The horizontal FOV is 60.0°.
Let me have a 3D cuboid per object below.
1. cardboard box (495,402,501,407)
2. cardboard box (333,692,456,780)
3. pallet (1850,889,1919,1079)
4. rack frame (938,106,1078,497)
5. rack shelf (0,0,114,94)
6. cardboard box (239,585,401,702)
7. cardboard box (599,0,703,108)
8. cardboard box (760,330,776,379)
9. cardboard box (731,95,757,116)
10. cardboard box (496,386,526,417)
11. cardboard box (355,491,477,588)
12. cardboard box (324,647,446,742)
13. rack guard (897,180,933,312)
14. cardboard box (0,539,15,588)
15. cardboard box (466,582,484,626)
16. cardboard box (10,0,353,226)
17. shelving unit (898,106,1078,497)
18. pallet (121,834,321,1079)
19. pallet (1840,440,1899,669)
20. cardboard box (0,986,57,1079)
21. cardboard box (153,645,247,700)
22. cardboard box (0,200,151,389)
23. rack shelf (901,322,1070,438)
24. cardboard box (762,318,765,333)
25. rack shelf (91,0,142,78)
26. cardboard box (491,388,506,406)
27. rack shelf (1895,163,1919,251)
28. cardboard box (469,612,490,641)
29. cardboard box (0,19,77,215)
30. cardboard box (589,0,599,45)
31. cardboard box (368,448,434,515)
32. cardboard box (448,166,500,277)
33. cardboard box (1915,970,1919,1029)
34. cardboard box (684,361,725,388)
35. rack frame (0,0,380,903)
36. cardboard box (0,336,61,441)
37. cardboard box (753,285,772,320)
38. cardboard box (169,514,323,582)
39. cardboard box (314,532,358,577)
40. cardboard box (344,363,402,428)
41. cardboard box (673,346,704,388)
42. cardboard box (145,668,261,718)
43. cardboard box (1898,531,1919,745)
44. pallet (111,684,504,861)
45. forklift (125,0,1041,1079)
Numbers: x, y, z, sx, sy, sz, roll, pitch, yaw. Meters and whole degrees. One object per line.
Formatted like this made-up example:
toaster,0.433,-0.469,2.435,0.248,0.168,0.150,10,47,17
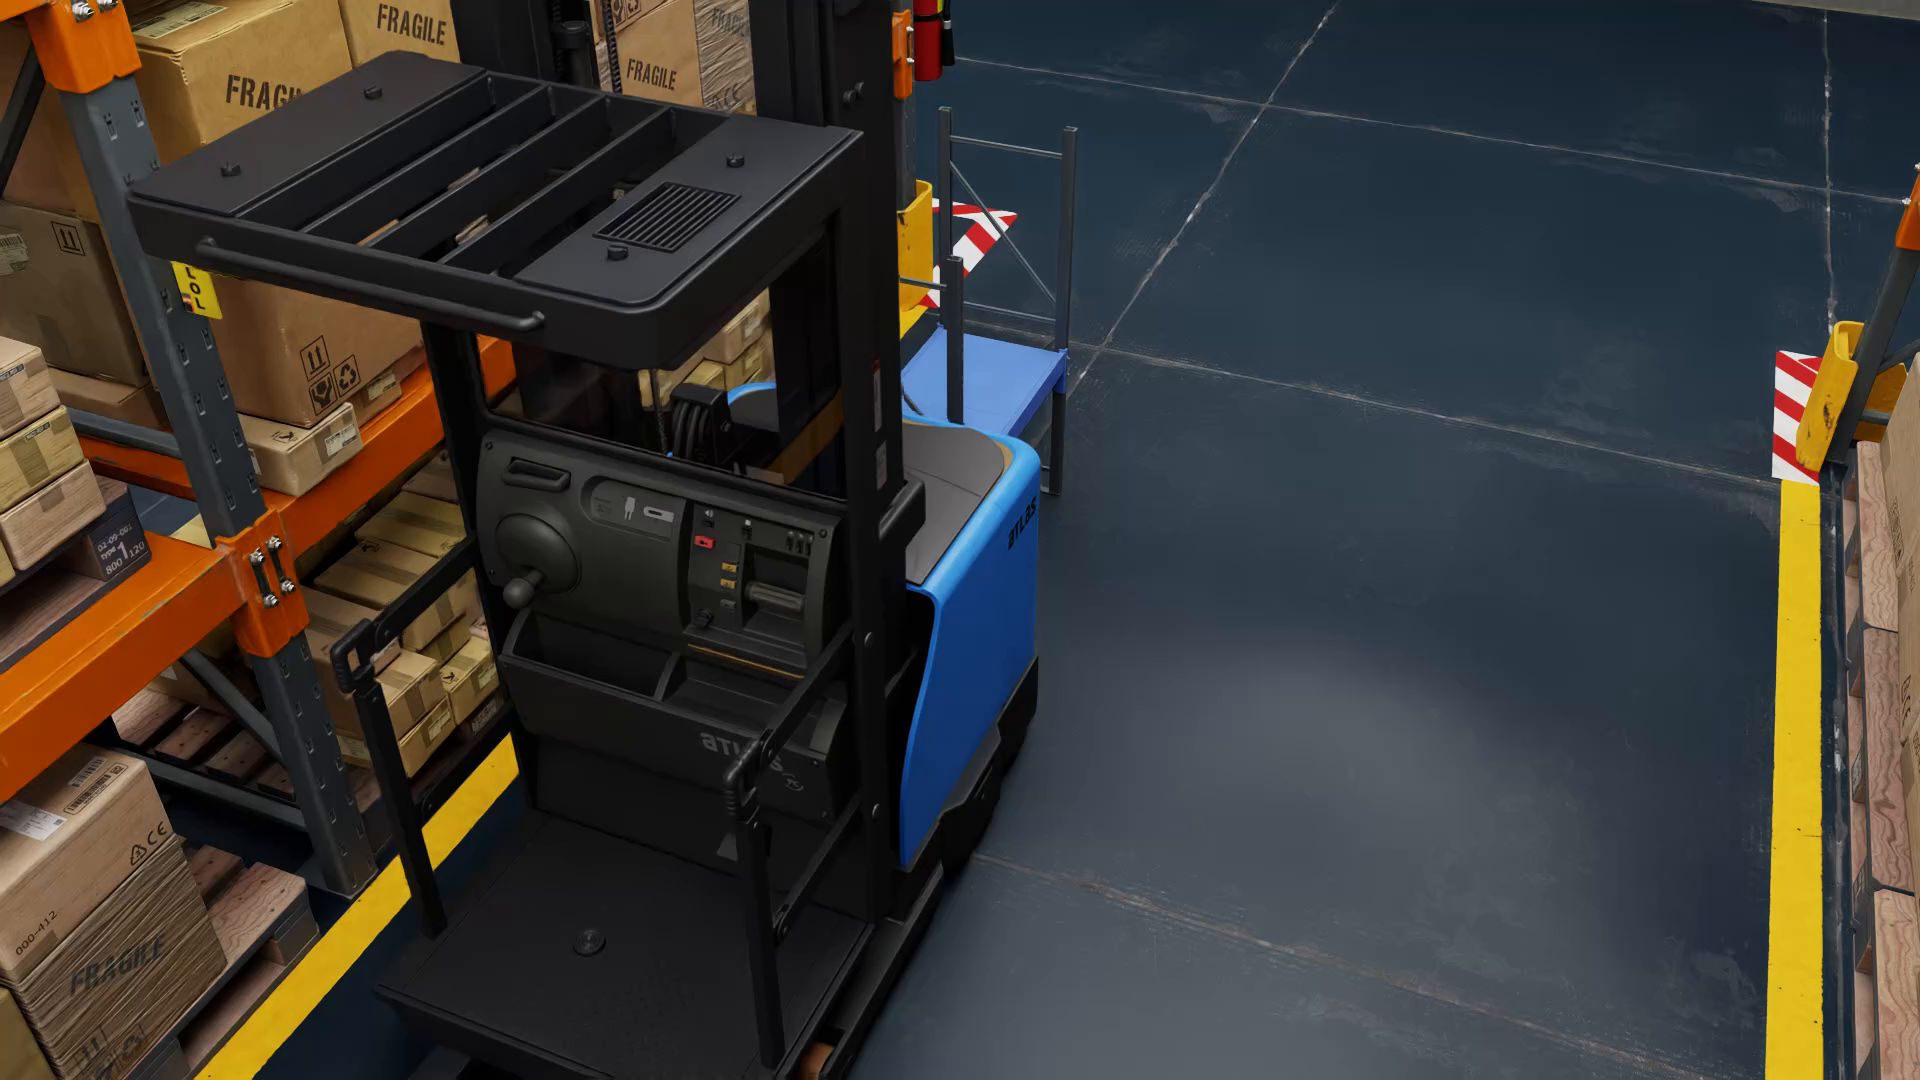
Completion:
cardboard box,-1.817,-0.398,6.059,0.380,0.149,0.250,12,38,16
cardboard box,-1.770,0.551,5.038,0.380,0.149,0.250,12,38,16
pallet,2.772,1.491,4.079,1.003,0.211,1.213,14,39,18
rack frame,0.161,-0.835,6.114,0.500,1.500,0.032,14,39,18
rack shelf,-2.966,-0.101,1.974,1.077,0.370,4.000,14,39,18
cardboard box,-1.883,0.297,4.880,0.380,0.149,0.250,15,39,20
cardboard box,-1.201,-1.520,5.447,0.500,0.500,0.500,16,40,20
cardboard box,-0.957,-0.765,6.798,0.380,0.149,0.250,14,39,18
cardboard box,-0.960,-1.606,6.104,0.380,0.149,0.250,12,38,16
cardboard box,-1.395,-0.434,5.859,0.380,0.149,0.250,12,38,16
cardboard box,-1.672,0.007,5.269,0.380,0.149,0.250,13,39,17
cardboard box,-1.772,0.432,4.948,0.380,0.149,0.250,16,40,20
rack guard,-0.712,-1.466,7.794,1.175,0.500,0.348,14,39,18
cardboard box,-2.272,0.047,3.541,0.380,0.149,0.250,14,39,18
cardboard box,-1.699,0.129,5.355,0.380,0.149,0.250,14,39,17
cardboard box,-1.808,-1.049,3.980,0.500,0.500,0.500,15,39,19
shelving unit,-0.032,-0.554,5.738,0.538,1.500,1.048,14,39,18
pallet,-2.500,1.254,4.396,1.003,0.211,1.213,14,39,18
pallet,3.701,0.140,5.887,1.003,0.211,1.213,14,39,18
cardboard box,-2.450,1.290,3.756,0.500,0.500,0.500,13,39,17
cardboard box,-2.380,0.313,5.108,0.380,0.149,0.250,15,39,19
cardboard box,-2.283,-0.786,4.464,0.500,0.500,0.500,14,39,18
rack shelf,-0.032,-0.409,5.845,0.538,0.185,1.000,14,39,18
cardboard box,-1.014,-0.884,6.709,0.380,0.149,0.250,13,39,17
rack shelf,-1.444,-2.315,4.937,1.077,0.370,4.000,14,39,18
cardboard box,-1.882,-0.554,6.020,0.380,0.149,0.250,13,39,16
rack shelf,3.172,-0.042,4.402,1.077,0.370,4.000,14,39,18
cardboard box,-1.622,0.254,5.435,0.380,0.149,0.250,14,39,18
cardboard box,-2.277,-1.176,4.151,0.500,0.500,0.500,13,39,16
cardboard box,-1.405,-1.611,4.733,0.500,0.500,0.500,14,39,18
cardboard box,-1.991,-0.231,5.588,0.380,0.149,0.250,15,39,19
cardboard box,-1.602,-0.946,4.678,0.500,0.500,0.500,14,39,18
cardboard box,2.749,1.312,3.779,0.875,0.438,0.875,13,39,17
cardboard box,-1.116,-0.582,6.305,0.380,0.149,0.250,16,40,20
rack frame,-2.205,-0.295,4.139,1.000,3.000,0.127,14,39,18
cardboard box,-2.178,-0.334,3.553,0.380,0.149,0.250,16,40,20
cardboard box,-0.937,-0.996,6.610,0.380,0.149,0.250,12,39,16
cardboard box,-2.250,0.034,5.233,0.380,0.149,0.250,14,39,18
cardboard box,-2.202,0.008,5.516,0.380,0.149,0.250,13,39,16
cardboard box,-1.765,-0.436,4.538,0.380,0.149,0.250,15,39,19
cardboard box,-1.191,-0.714,6.233,0.380,0.149,0.250,13,39,16
cardboard box,-2.371,0.384,5.261,0.380,0.149,0.250,14,39,18
cardboard box,3.434,0.317,5.109,0.875,0.438,0.875,15,39,19
pallet,-1.983,0.442,5.482,1.003,0.211,1.213,14,39,18
forklift,-0.797,0.096,3.673,1.130,2.935,3.031,14,39,18
